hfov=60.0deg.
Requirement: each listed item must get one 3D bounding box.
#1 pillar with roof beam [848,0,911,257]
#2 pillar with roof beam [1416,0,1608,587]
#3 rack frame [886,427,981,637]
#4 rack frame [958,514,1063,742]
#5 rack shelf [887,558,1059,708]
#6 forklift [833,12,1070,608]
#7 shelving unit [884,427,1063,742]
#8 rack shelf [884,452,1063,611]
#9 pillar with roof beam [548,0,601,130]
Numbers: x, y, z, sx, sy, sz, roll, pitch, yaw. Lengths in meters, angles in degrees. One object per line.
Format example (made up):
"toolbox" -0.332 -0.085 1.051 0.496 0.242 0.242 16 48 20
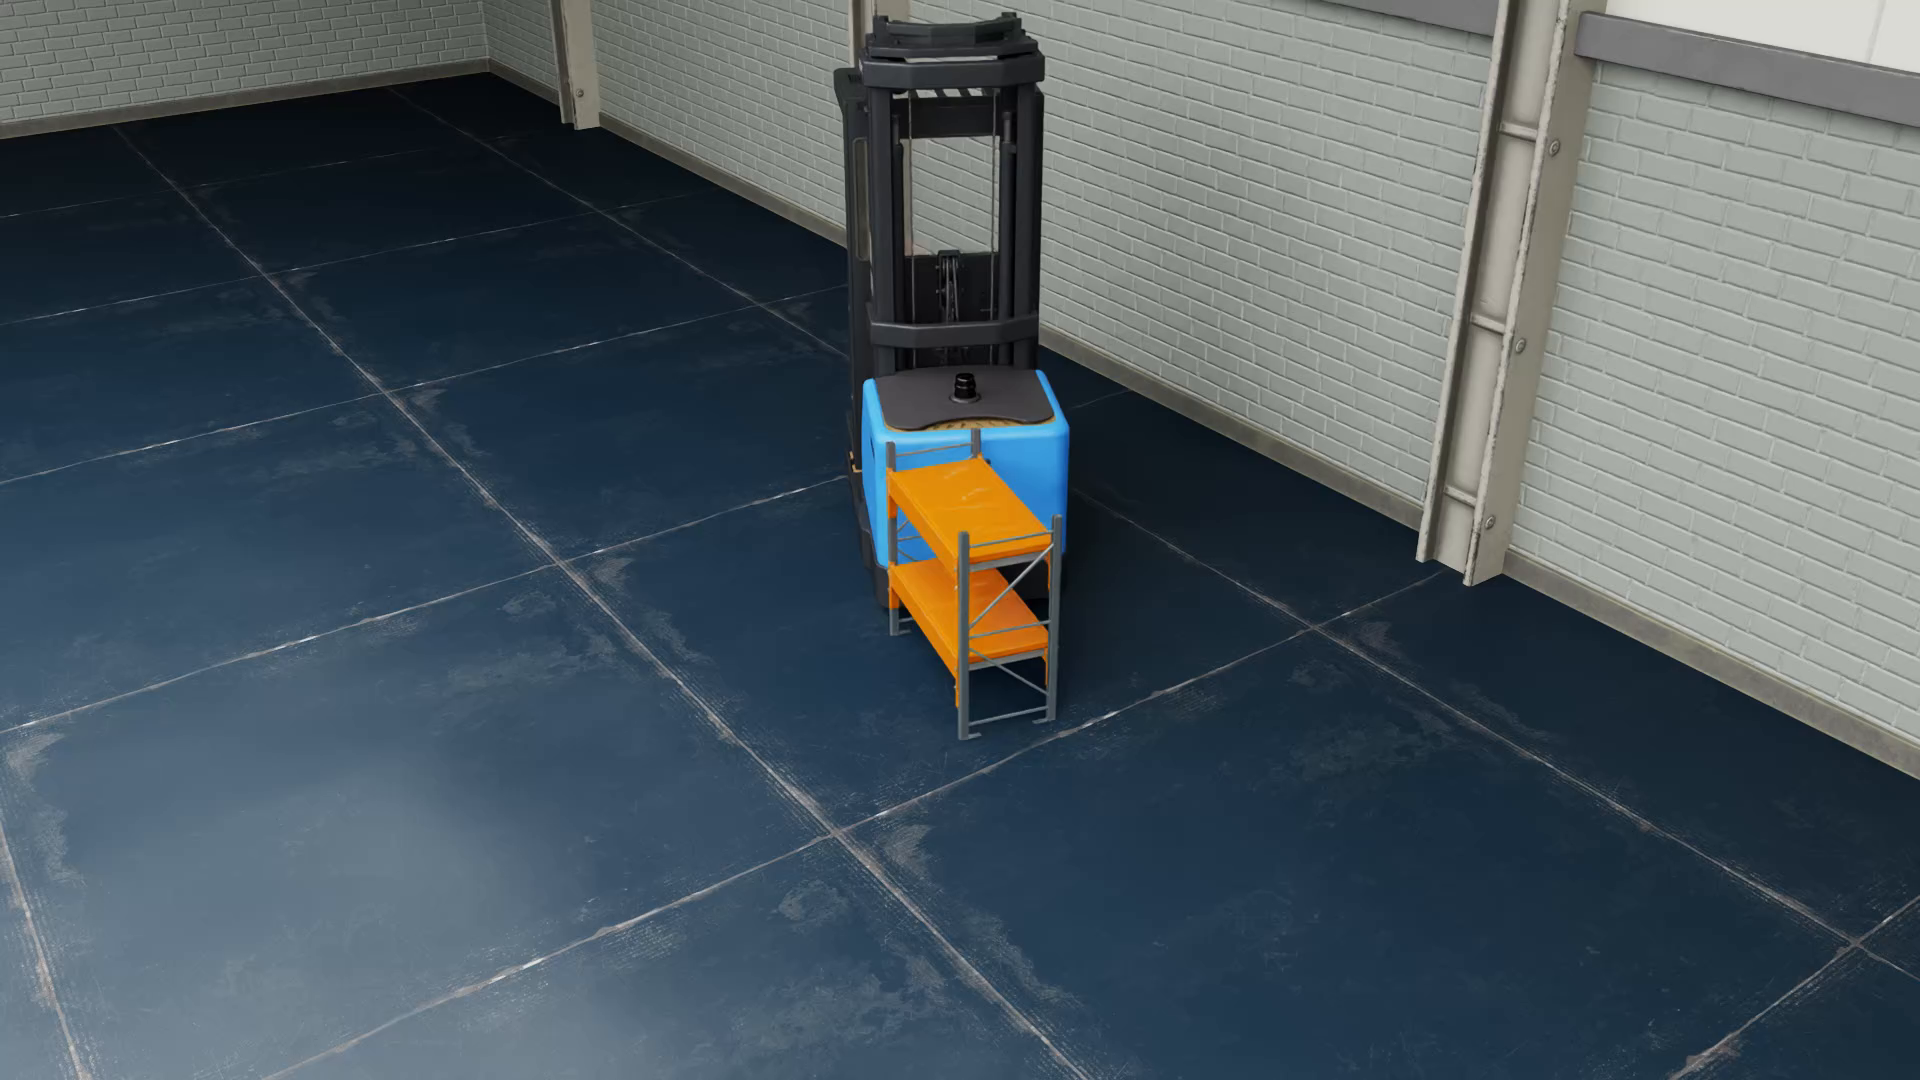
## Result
"pillar with roof beam" -4.134 -4.953 9.441 9.100 9.000 0.400 -19 34 -31
"pillar with roof beam" -0.654 -2.621 5.146 9.100 9.000 0.400 -19 34 -31
"rack frame" -0.133 -0.031 8.628 0.500 1.125 0.032 -10 30 -18
"rack frame" 0.230 0.423 7.793 0.500 1.125 0.032 -10 30 -18
"rack shelf" 0.048 0.411 8.327 0.538 0.278 1.000 -10 30 -18
"forklift" -0.124 -1.601 9.627 1.130 2.935 3.031 -4 29 -7
"shelving unit" 0.048 0.196 8.211 0.538 1.125 1.048 -10 30 -18
"rack shelf" 0.048 -0.061 8.071 0.538 0.278 1.000 -10 30 -18
"pillar with roof beam" -7.614 -7.286 13.736 9.100 9.000 0.400 -19 34 -31
